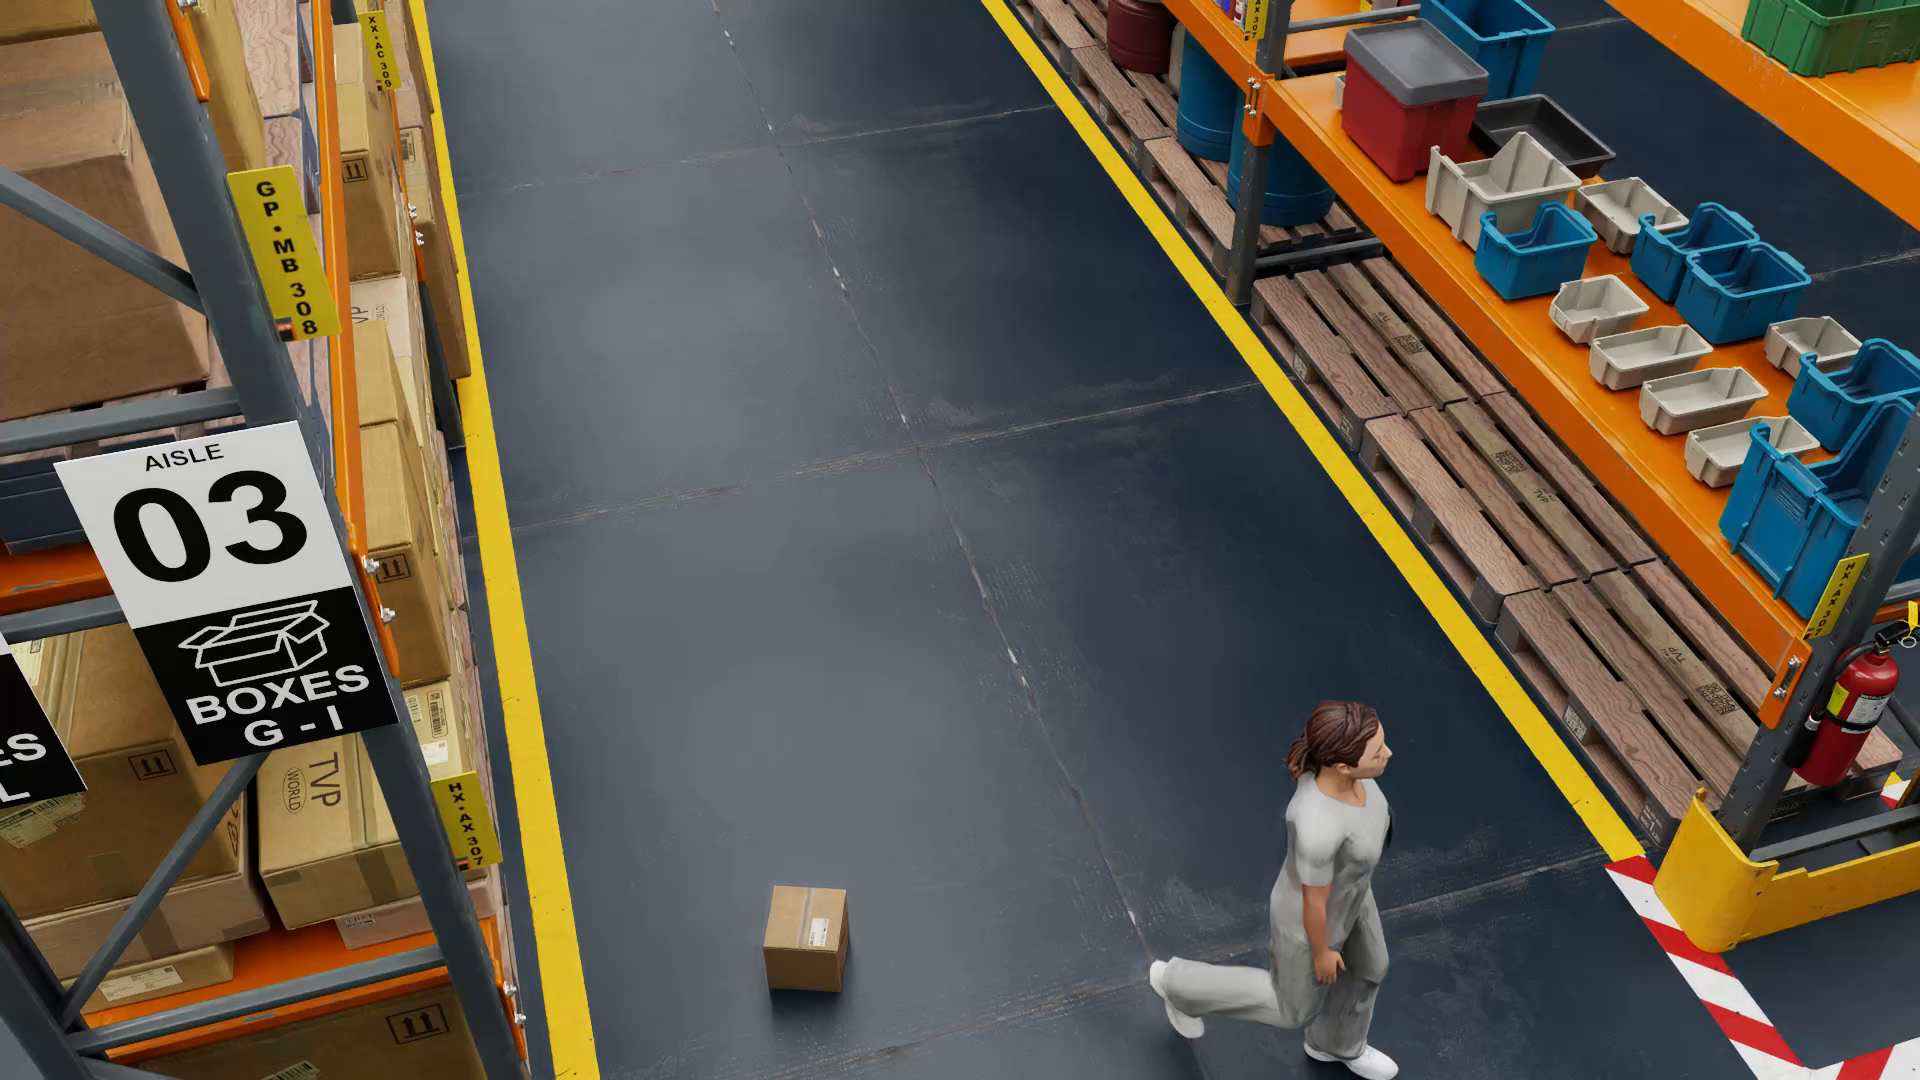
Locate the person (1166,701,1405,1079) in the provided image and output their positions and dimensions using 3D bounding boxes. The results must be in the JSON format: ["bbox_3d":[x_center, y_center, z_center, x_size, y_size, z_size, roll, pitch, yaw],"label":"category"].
[{"bbox_3d":[1.058,1.064,4.971,0.767,1.645,0.441,18,45,19],"label":"person"}]
